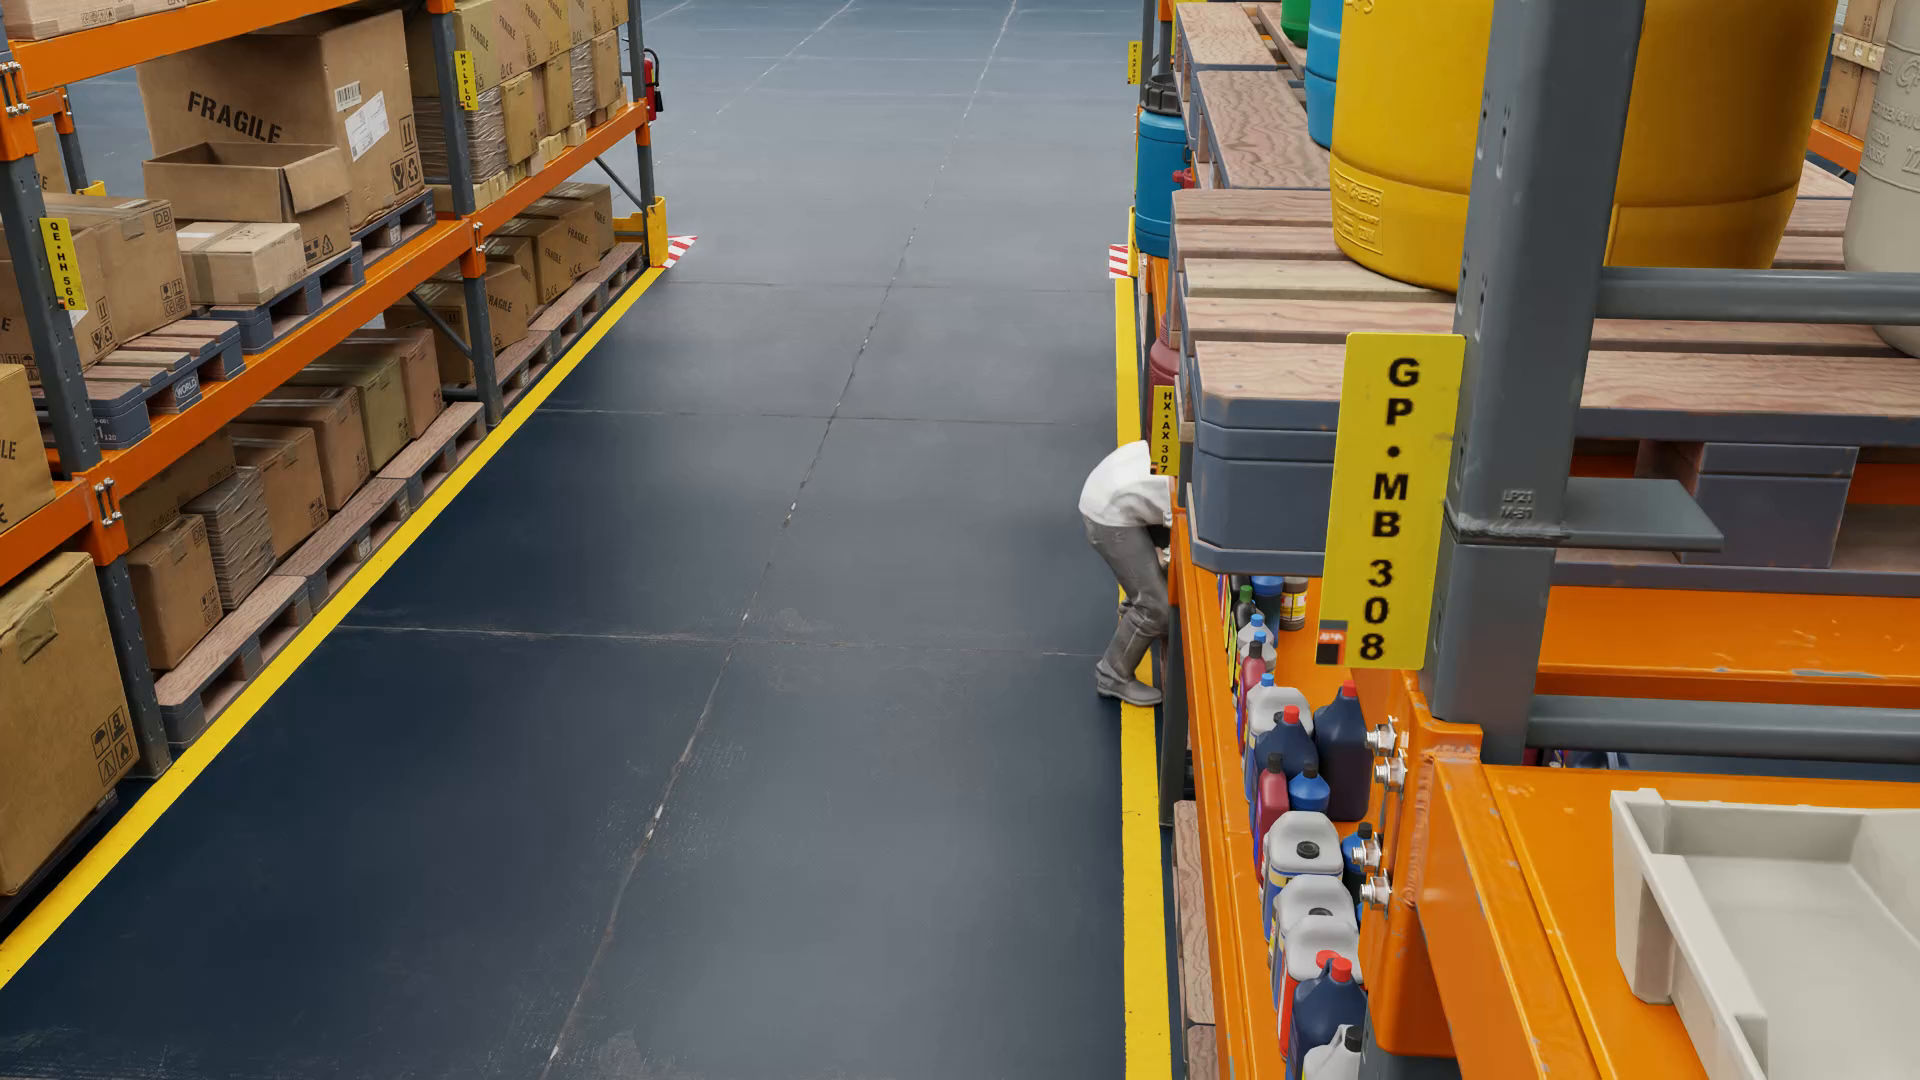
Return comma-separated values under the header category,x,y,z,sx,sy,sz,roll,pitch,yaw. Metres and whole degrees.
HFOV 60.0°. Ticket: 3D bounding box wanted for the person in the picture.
category,x,y,z,sx,sy,sz,roll,pitch,yaw
person,1.014,0.104,7.010,1.016,1.223,0.501,8,26,18
